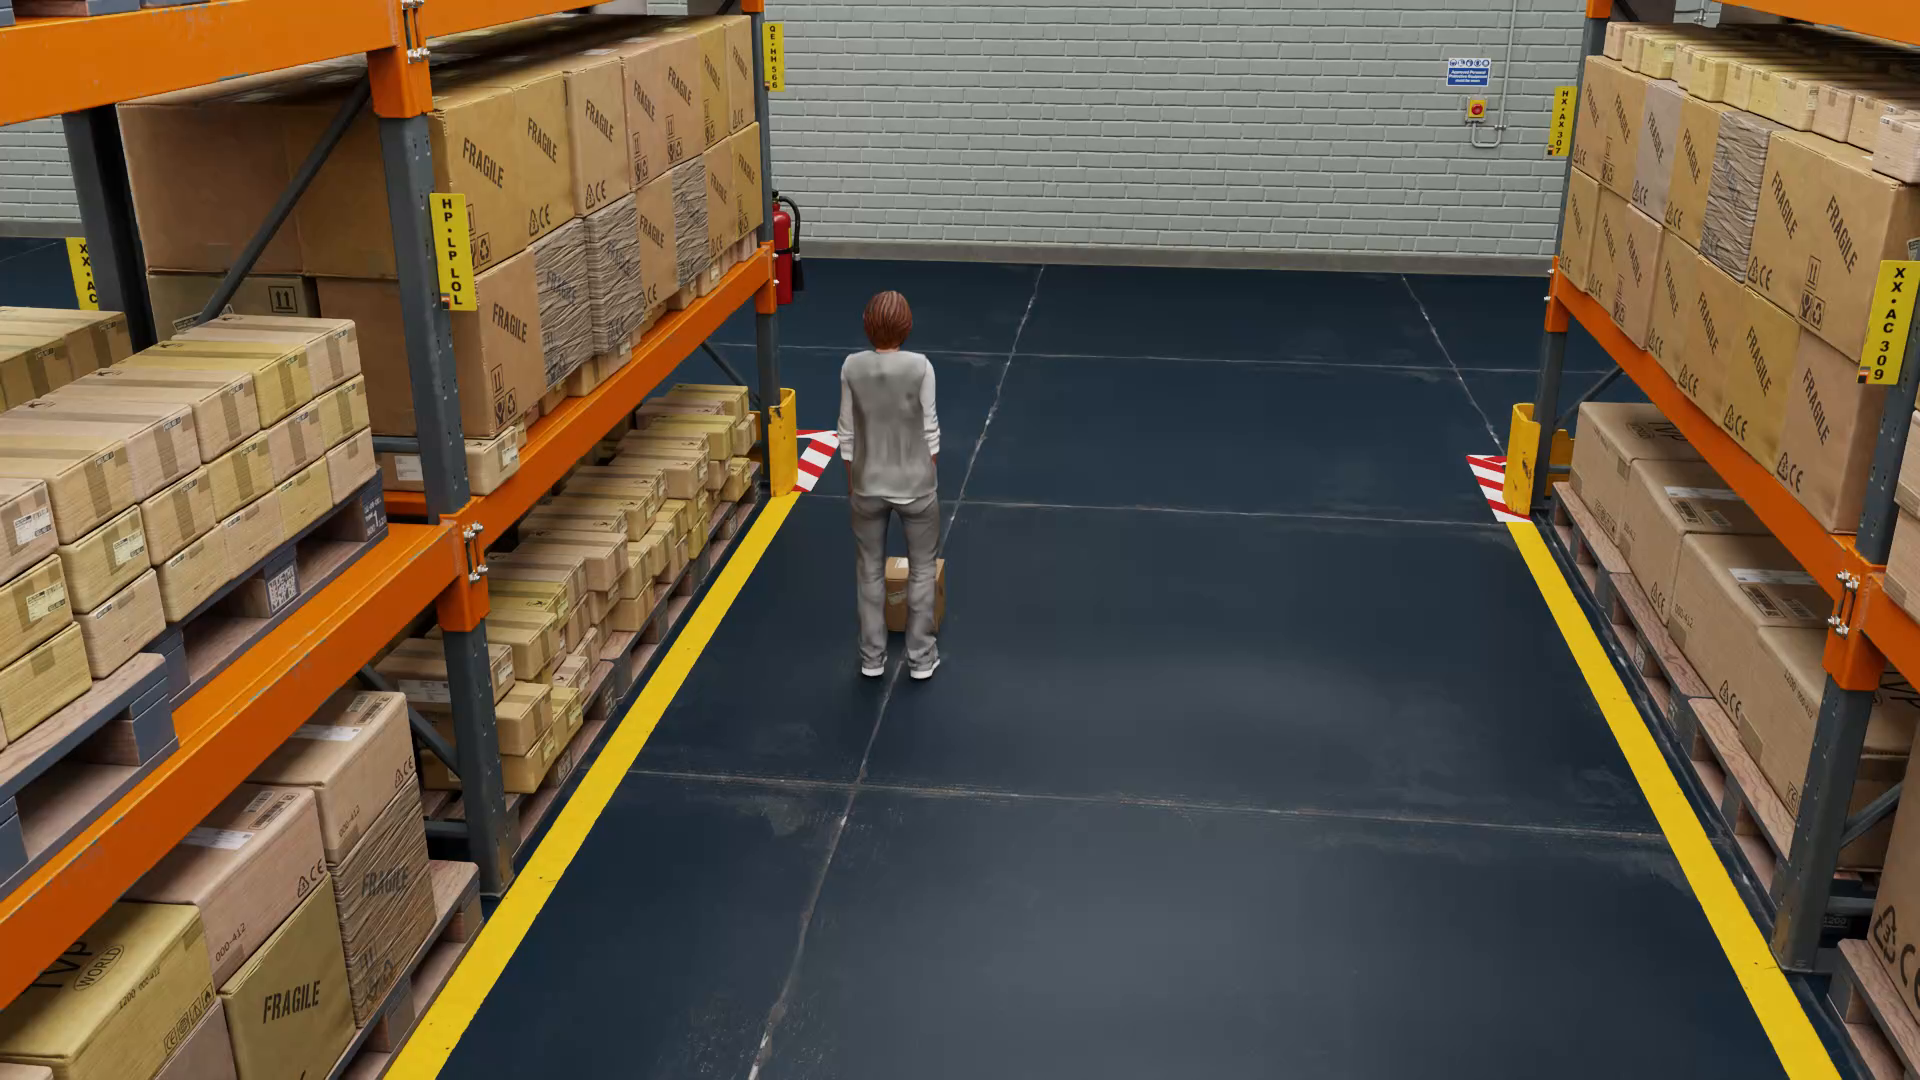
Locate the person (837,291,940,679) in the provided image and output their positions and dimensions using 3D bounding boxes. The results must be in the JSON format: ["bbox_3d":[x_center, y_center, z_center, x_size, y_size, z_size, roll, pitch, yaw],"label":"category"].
[{"bbox_3d":[-0.284,-0.192,6.634,0.412,1.571,0.316,3,22,7],"label":"person"}]
